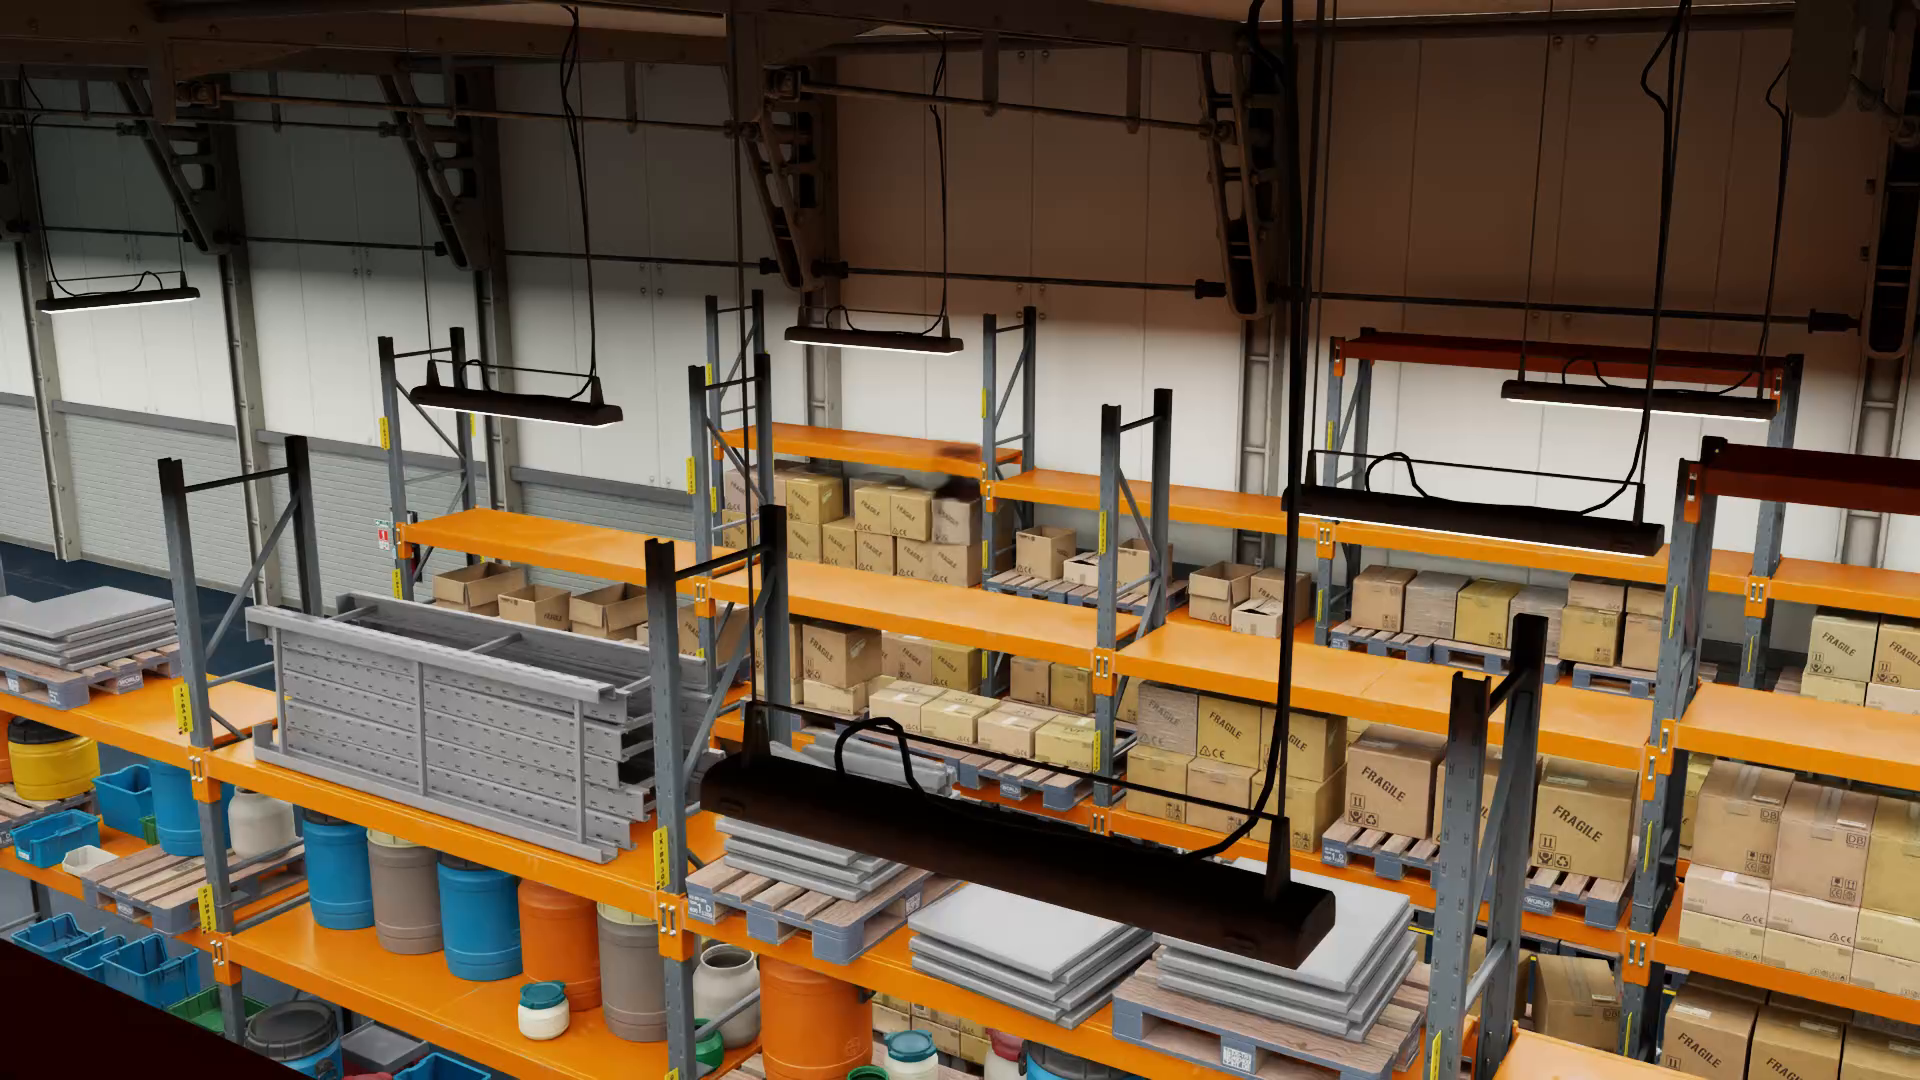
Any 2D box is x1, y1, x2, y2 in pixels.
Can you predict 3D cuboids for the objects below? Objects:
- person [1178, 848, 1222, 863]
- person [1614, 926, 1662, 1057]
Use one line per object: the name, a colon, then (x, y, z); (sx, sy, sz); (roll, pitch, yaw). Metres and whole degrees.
person: (2.440, 3.217, 16.780); (0.570, 1.707, 0.387); (13, 19, 43)
person: (5.774, 3.889, 14.185); (0.479, 1.581, 0.430); (7, 15, 25)
